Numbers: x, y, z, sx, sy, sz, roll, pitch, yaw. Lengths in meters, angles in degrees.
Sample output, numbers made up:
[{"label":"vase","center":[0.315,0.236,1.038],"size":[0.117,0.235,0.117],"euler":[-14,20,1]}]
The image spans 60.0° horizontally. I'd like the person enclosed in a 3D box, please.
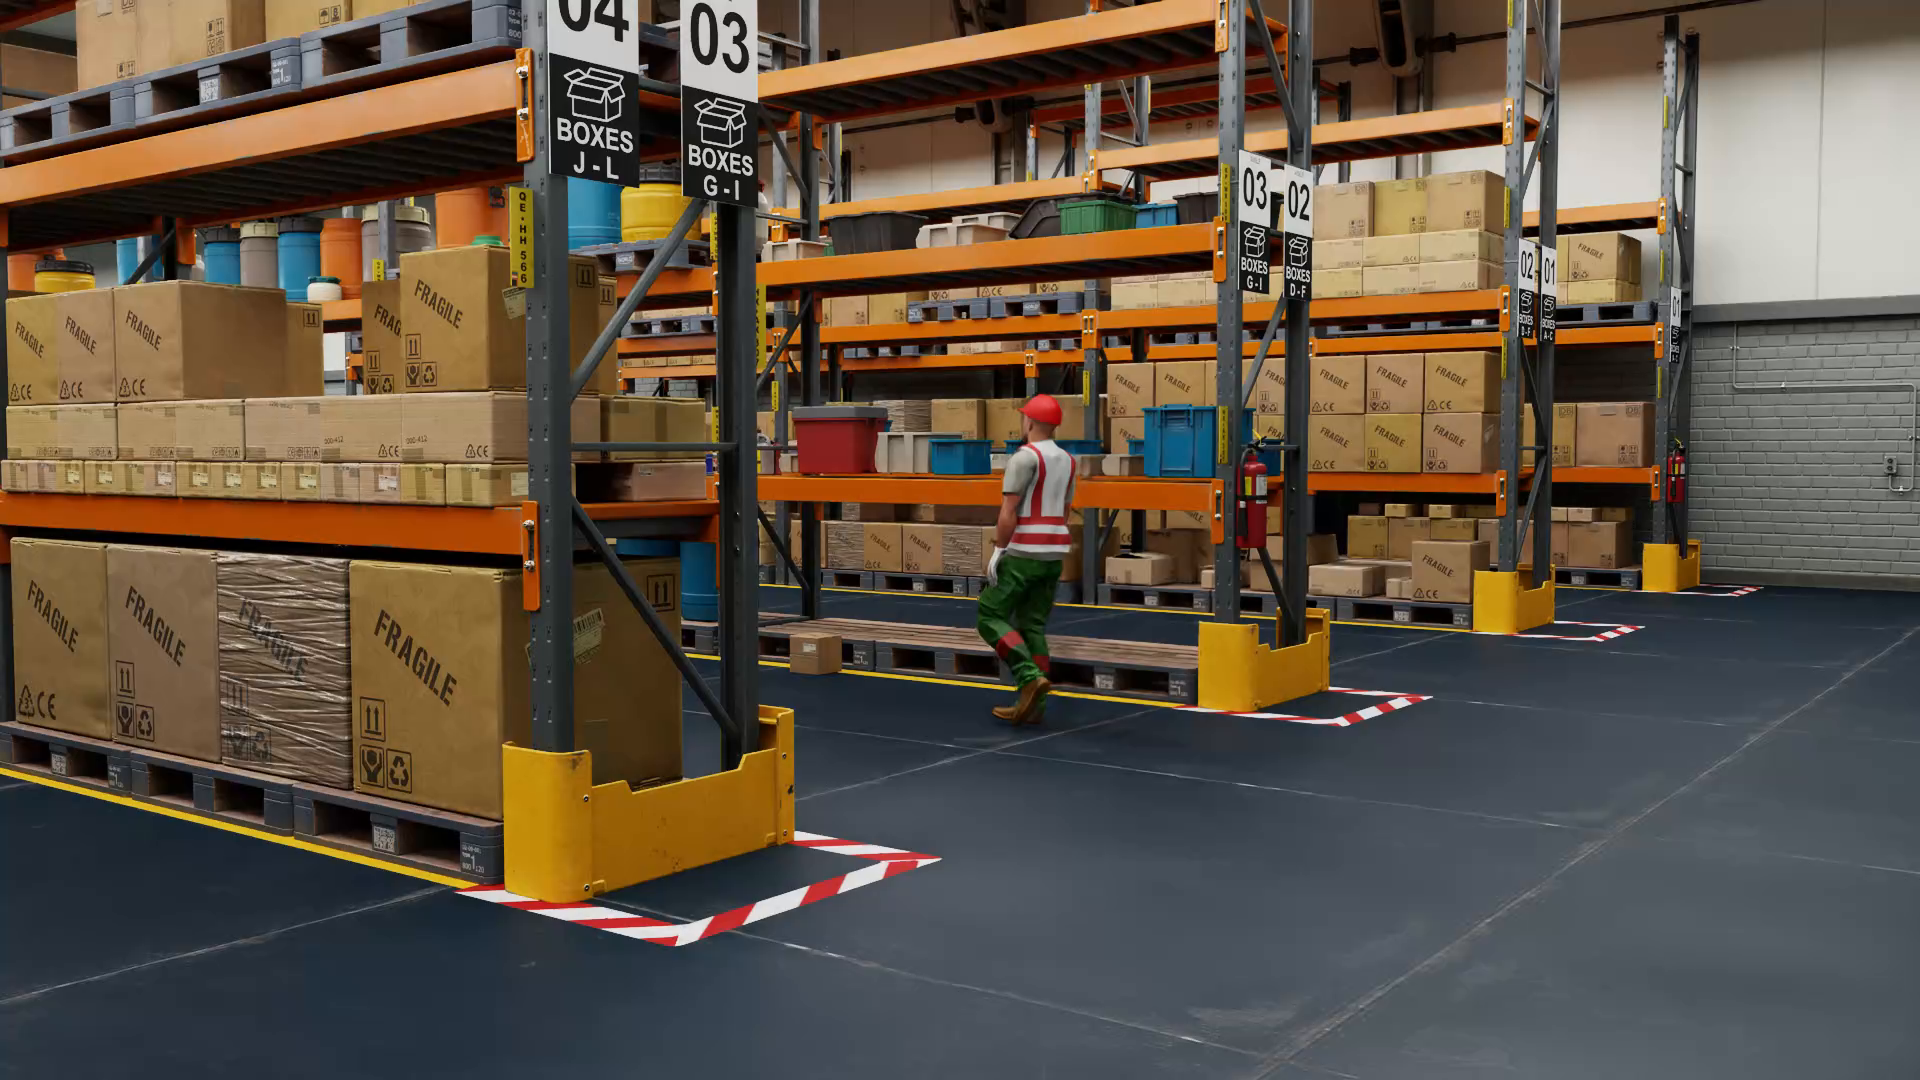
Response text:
[{"label":"person","center":[0.402,0.101,8.967],"size":[0.498,1.778,0.624],"euler":[3,4,40]}]
